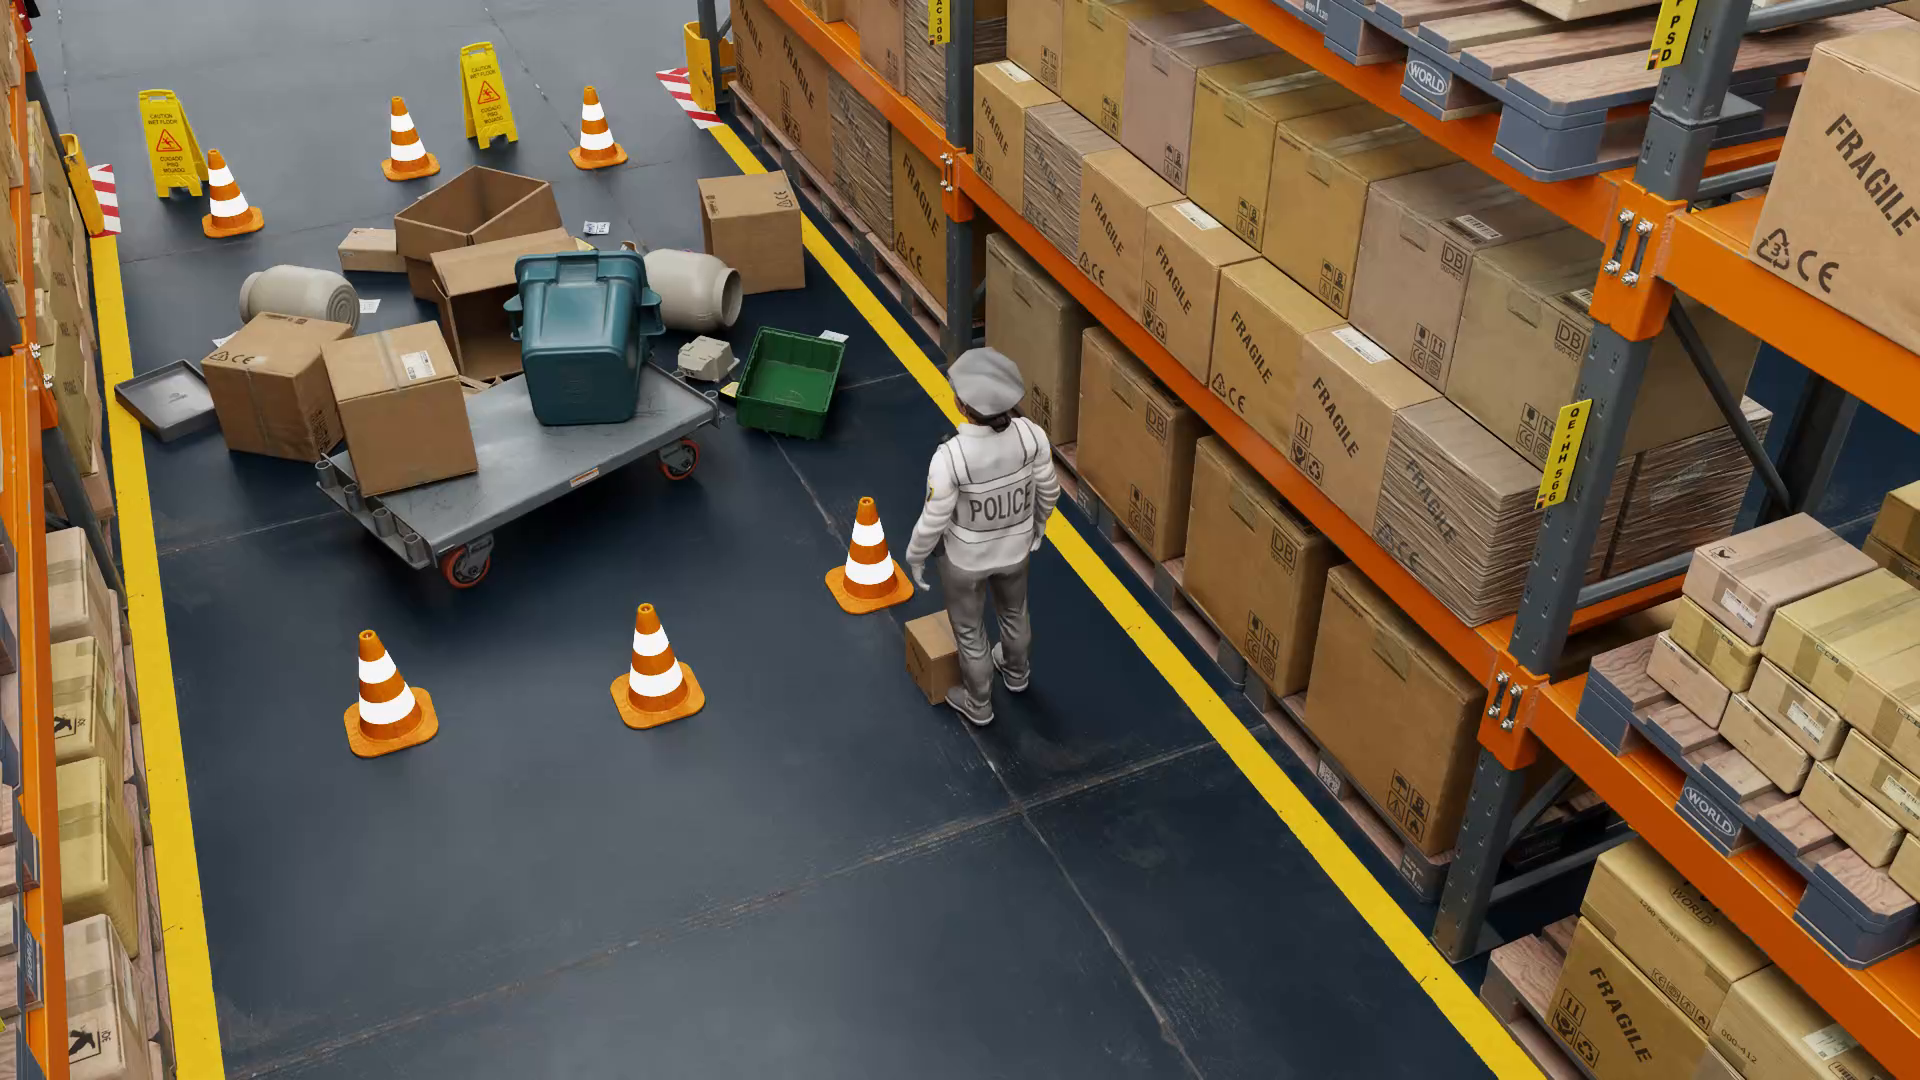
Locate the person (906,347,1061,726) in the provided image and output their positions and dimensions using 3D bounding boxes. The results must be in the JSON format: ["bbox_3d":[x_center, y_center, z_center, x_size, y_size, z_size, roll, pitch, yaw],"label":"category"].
[{"bbox_3d":[0.059,-0.010,6.121,0.586,1.695,0.532,-16,40,-20],"label":"person"}]
